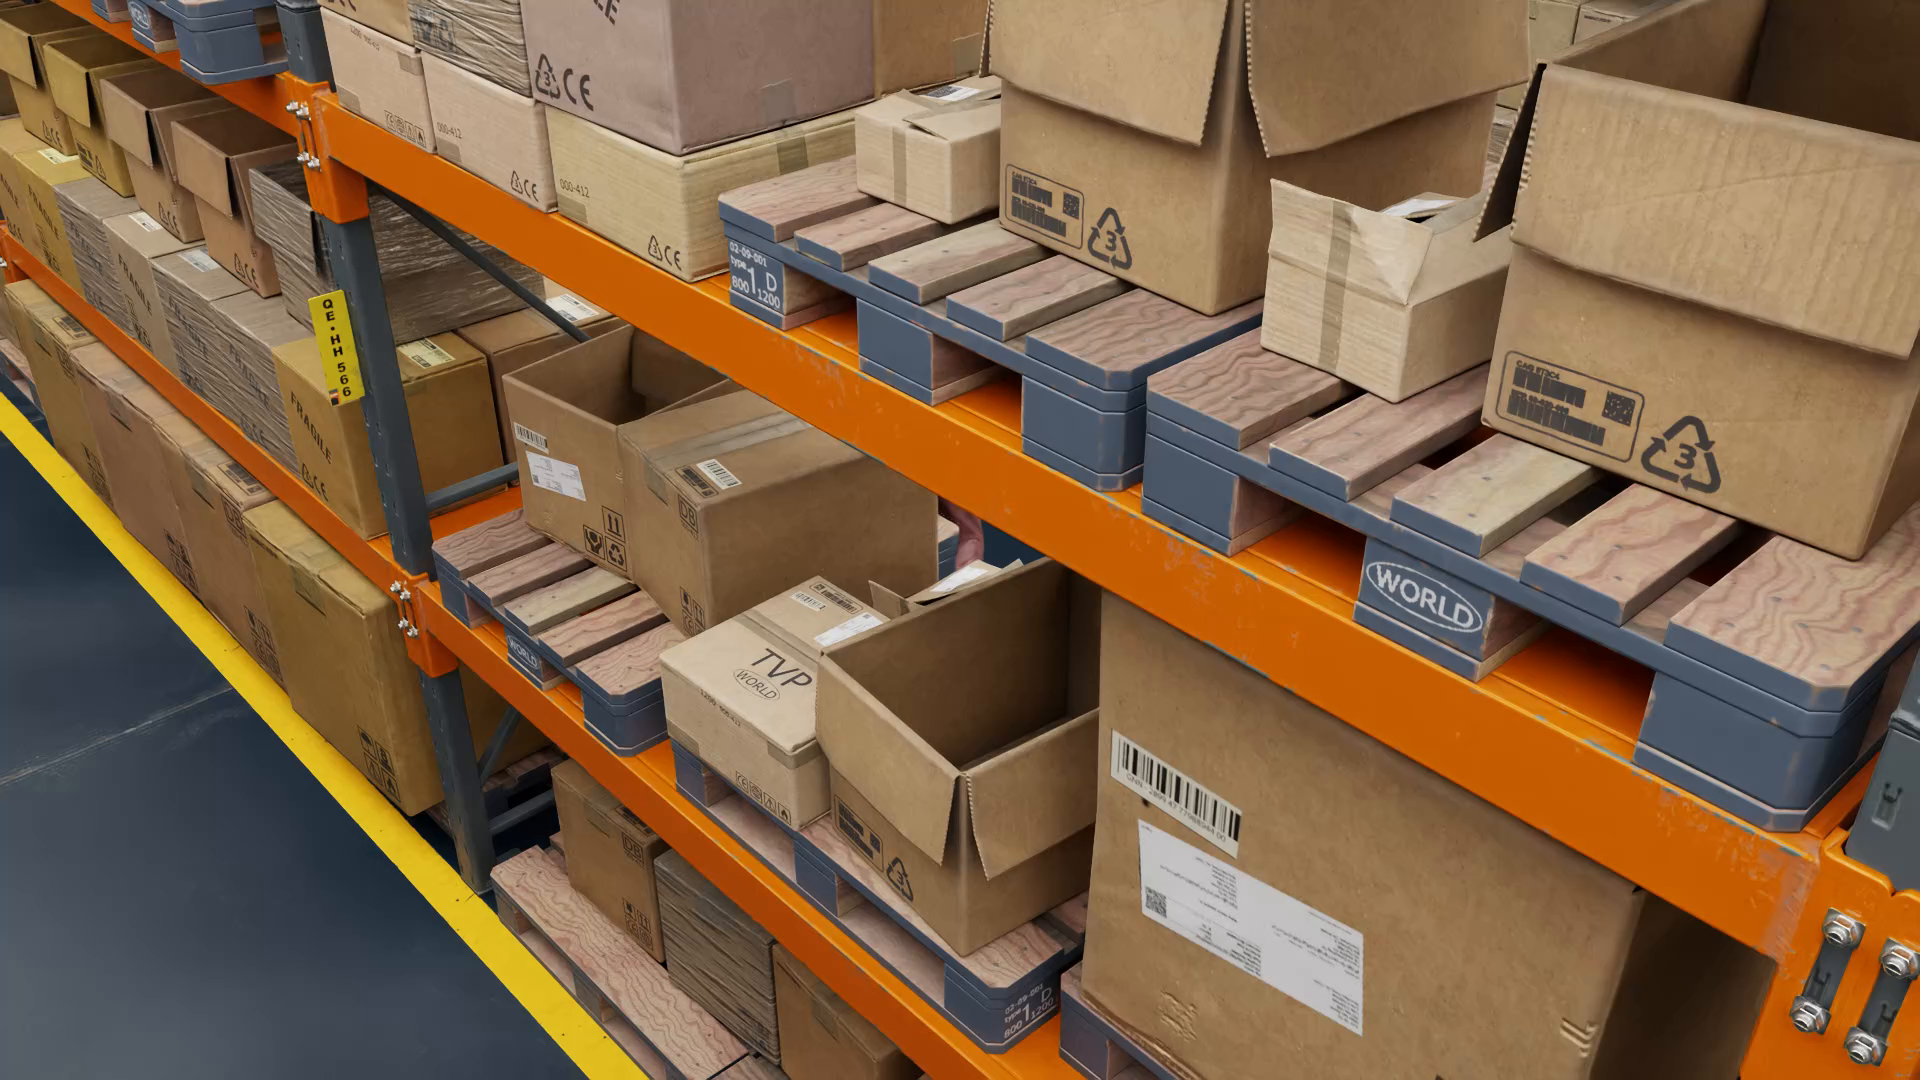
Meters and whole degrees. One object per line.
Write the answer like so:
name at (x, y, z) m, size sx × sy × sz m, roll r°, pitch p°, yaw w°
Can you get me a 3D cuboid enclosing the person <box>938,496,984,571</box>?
person at (-0.127, -0.235, 6.513) m, size 0.504 × 1.669 × 0.581 m, roll -3°, pitch 32°, yaw -5°
